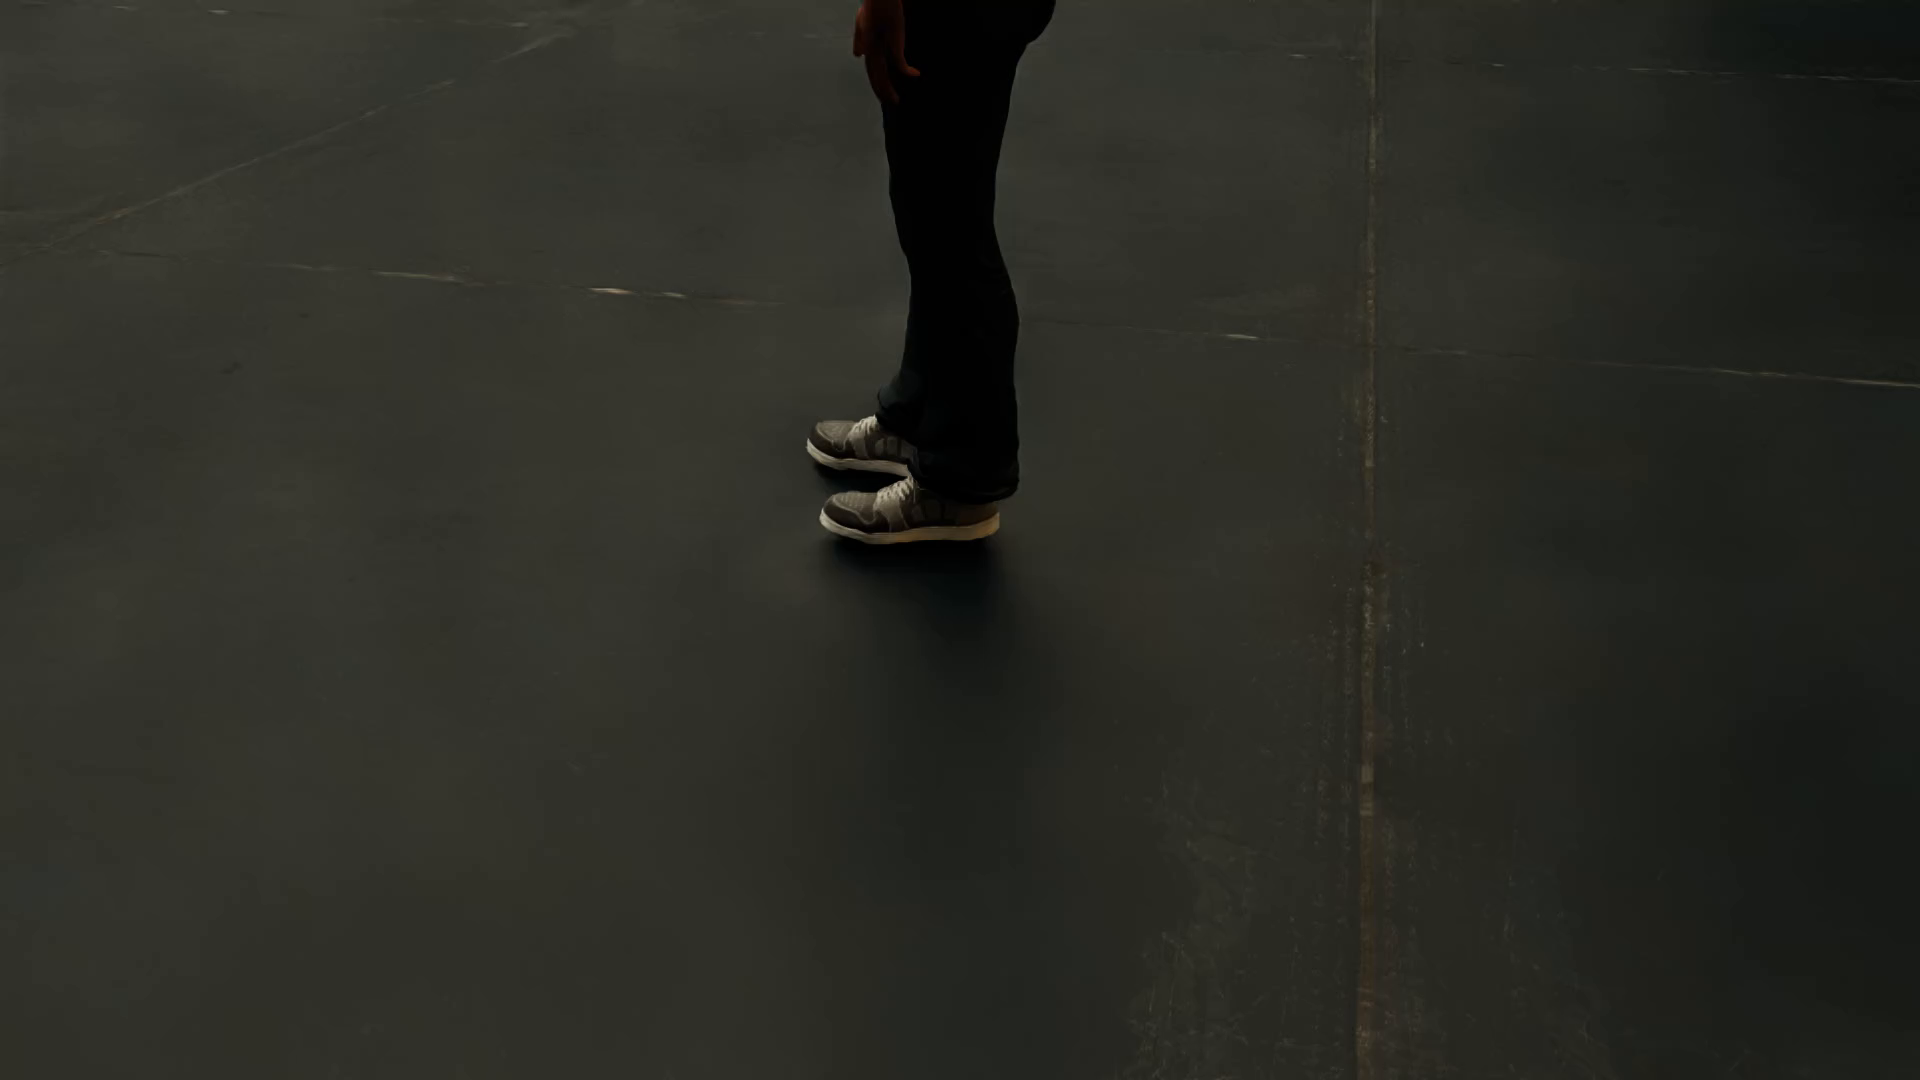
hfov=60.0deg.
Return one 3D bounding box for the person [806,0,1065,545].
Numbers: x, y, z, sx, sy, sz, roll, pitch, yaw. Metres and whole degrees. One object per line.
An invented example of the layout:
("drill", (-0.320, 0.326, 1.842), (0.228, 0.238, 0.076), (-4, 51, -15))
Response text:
("person", (-0.069, -0.733, 2.164), (0.474, 1.597, 0.520), (6, 27, 11))
